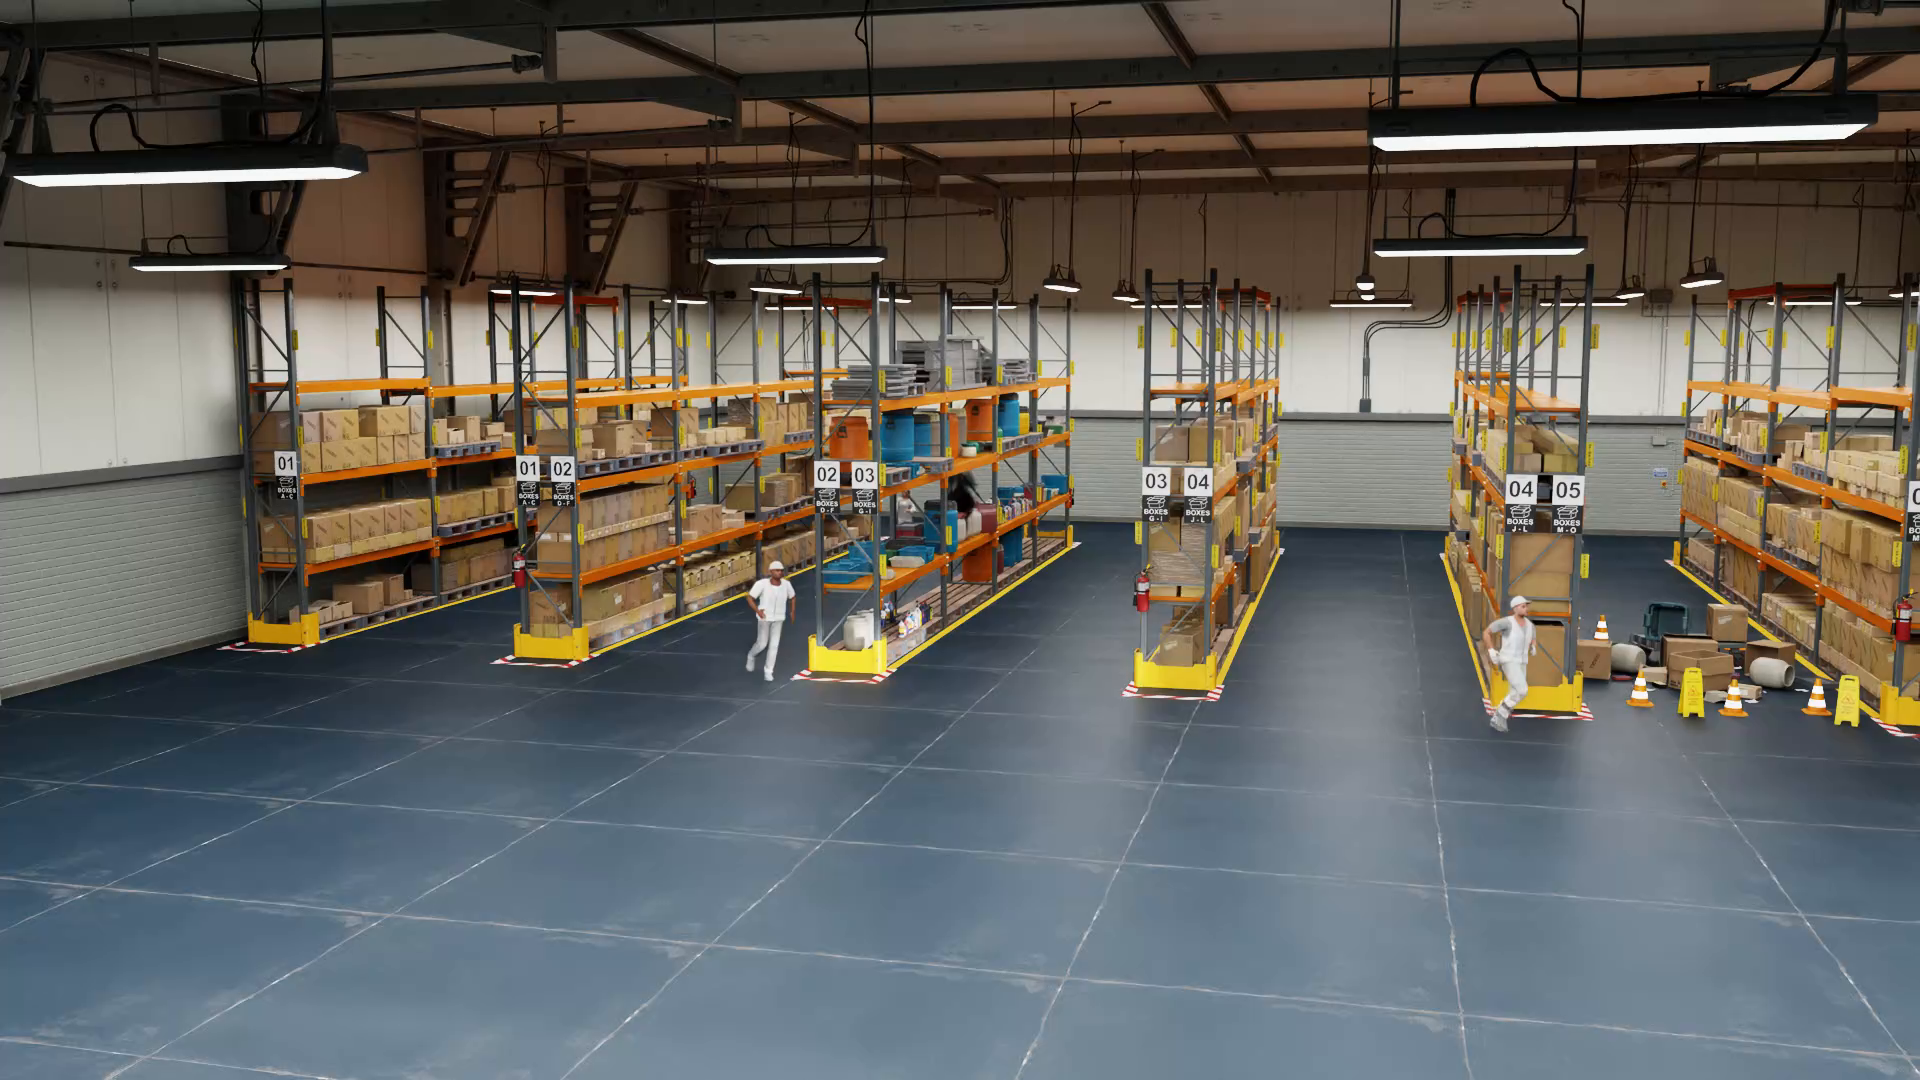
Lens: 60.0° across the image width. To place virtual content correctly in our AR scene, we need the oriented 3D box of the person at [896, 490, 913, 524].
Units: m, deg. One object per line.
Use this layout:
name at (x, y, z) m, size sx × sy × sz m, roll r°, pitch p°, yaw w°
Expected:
person at (-1.314, -0.502, 38.646) m, size 0.445 × 1.470 × 0.695 m, roll 0°, pitch 7°, yaw -2°

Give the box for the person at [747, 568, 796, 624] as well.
person at (-2.766, 0.813, 24.718) m, size 0.763 × 0.918 × 0.388 m, roll -3°, pitch 7°, yaw -24°

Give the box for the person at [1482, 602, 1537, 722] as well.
person at (7.124, 1.584, 21.297) m, size 0.673 × 1.640 × 0.600 m, roll -4°, pitch 8°, yaw -33°
